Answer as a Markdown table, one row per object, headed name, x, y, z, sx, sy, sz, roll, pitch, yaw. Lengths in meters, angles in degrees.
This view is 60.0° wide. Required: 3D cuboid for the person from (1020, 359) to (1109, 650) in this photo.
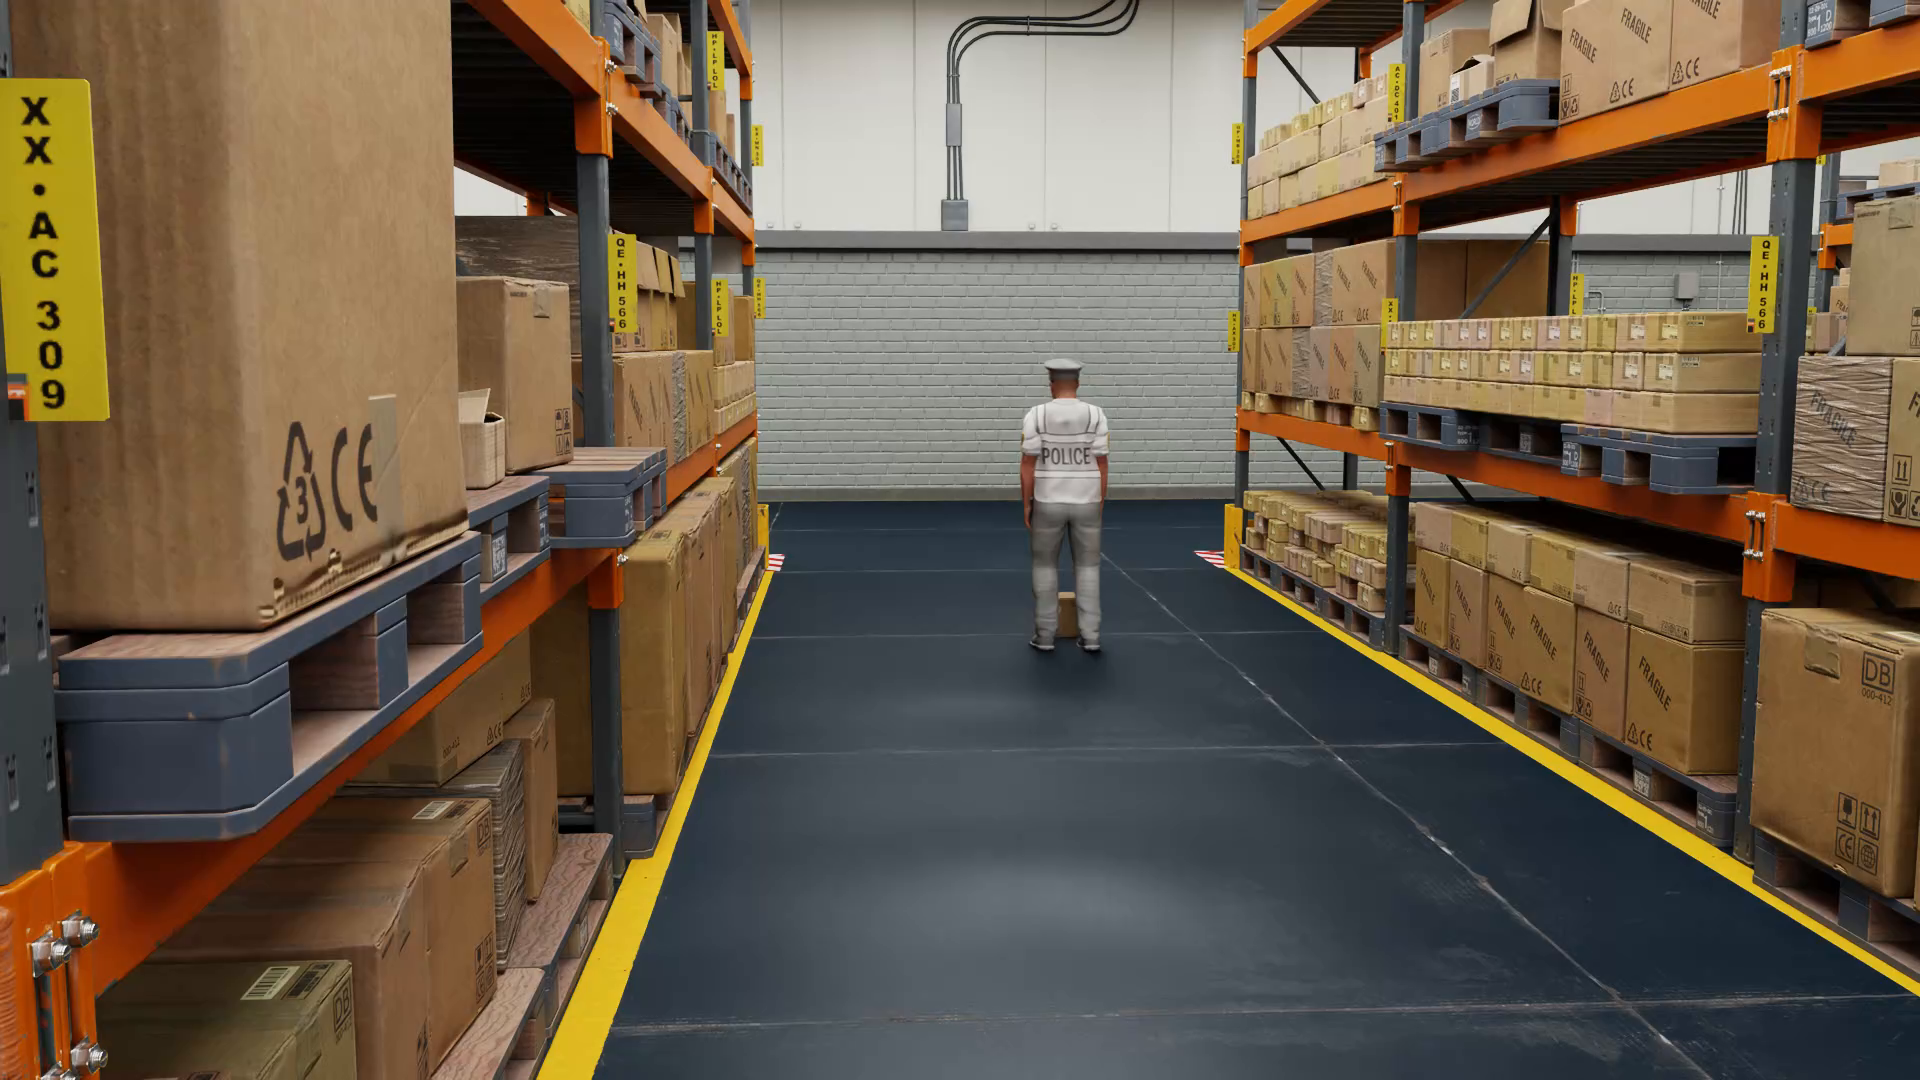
| name | x | y | z | sx | sy | sz | roll | pitch | yaw |
| --- | --- | --- | --- | --- | --- | --- | --- | --- | --- |
| person | 0.621 | -0.205 | 9.998 | 0.528 | 1.749 | 0.393 | 0 | 7 | -2 |
